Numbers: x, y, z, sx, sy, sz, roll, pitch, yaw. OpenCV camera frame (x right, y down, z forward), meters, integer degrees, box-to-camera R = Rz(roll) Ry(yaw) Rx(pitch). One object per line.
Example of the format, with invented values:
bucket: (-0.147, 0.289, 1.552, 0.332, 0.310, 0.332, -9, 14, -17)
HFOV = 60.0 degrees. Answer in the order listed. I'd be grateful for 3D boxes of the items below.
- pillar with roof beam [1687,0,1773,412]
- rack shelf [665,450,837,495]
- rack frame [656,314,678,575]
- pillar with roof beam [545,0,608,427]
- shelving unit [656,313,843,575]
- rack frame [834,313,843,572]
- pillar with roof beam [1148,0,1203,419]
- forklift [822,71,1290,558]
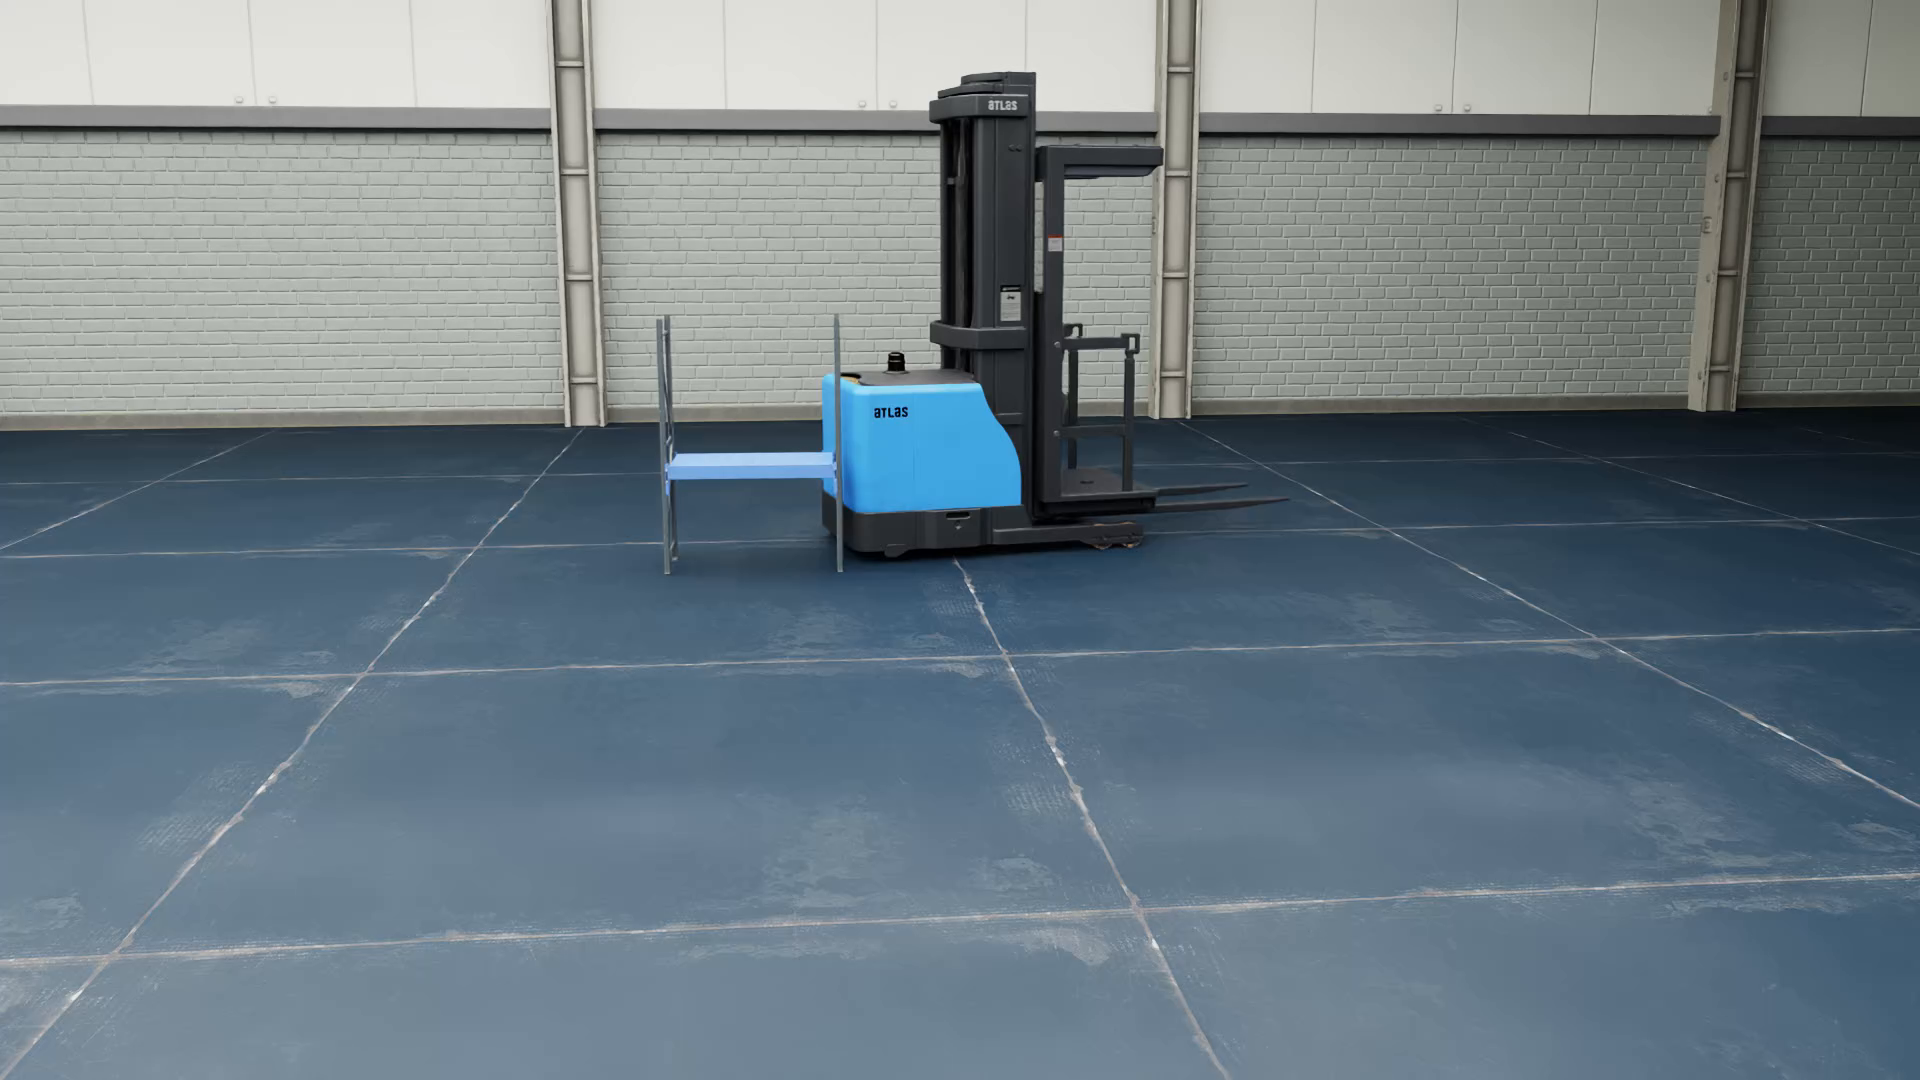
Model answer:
pillar with roof beam: (8.624, -5.006, 13.003, 0.400, 9.000, 9.100, -1, 11, -6)
rack shelf: (-1.239, -0.408, 9.988, 1.000, 0.185, 0.538, -1, 11, -4)
rack frame: (-1.746, -0.578, 9.918, 0.032, 1.500, 0.500, -1, 11, -4)
pillar with roof beam: (-3.306, -4.756, 11.731, 0.400, 9.000, 9.100, -1, 11, -6)
shelving unit: (-1.239, -0.585, 9.954, 1.048, 1.500, 0.538, -1, 11, -4)
rack frame: (-0.732, -0.592, 9.989, 0.032, 1.500, 0.500, -1, 11, -4)
pillar with roof beam: (2.659, -4.881, 12.367, 0.400, 9.000, 9.100, -1, 11, -6)
forklift: (0.666, -1.471, 10.753, 3.031, 2.935, 1.130, -3, 12, -17)
